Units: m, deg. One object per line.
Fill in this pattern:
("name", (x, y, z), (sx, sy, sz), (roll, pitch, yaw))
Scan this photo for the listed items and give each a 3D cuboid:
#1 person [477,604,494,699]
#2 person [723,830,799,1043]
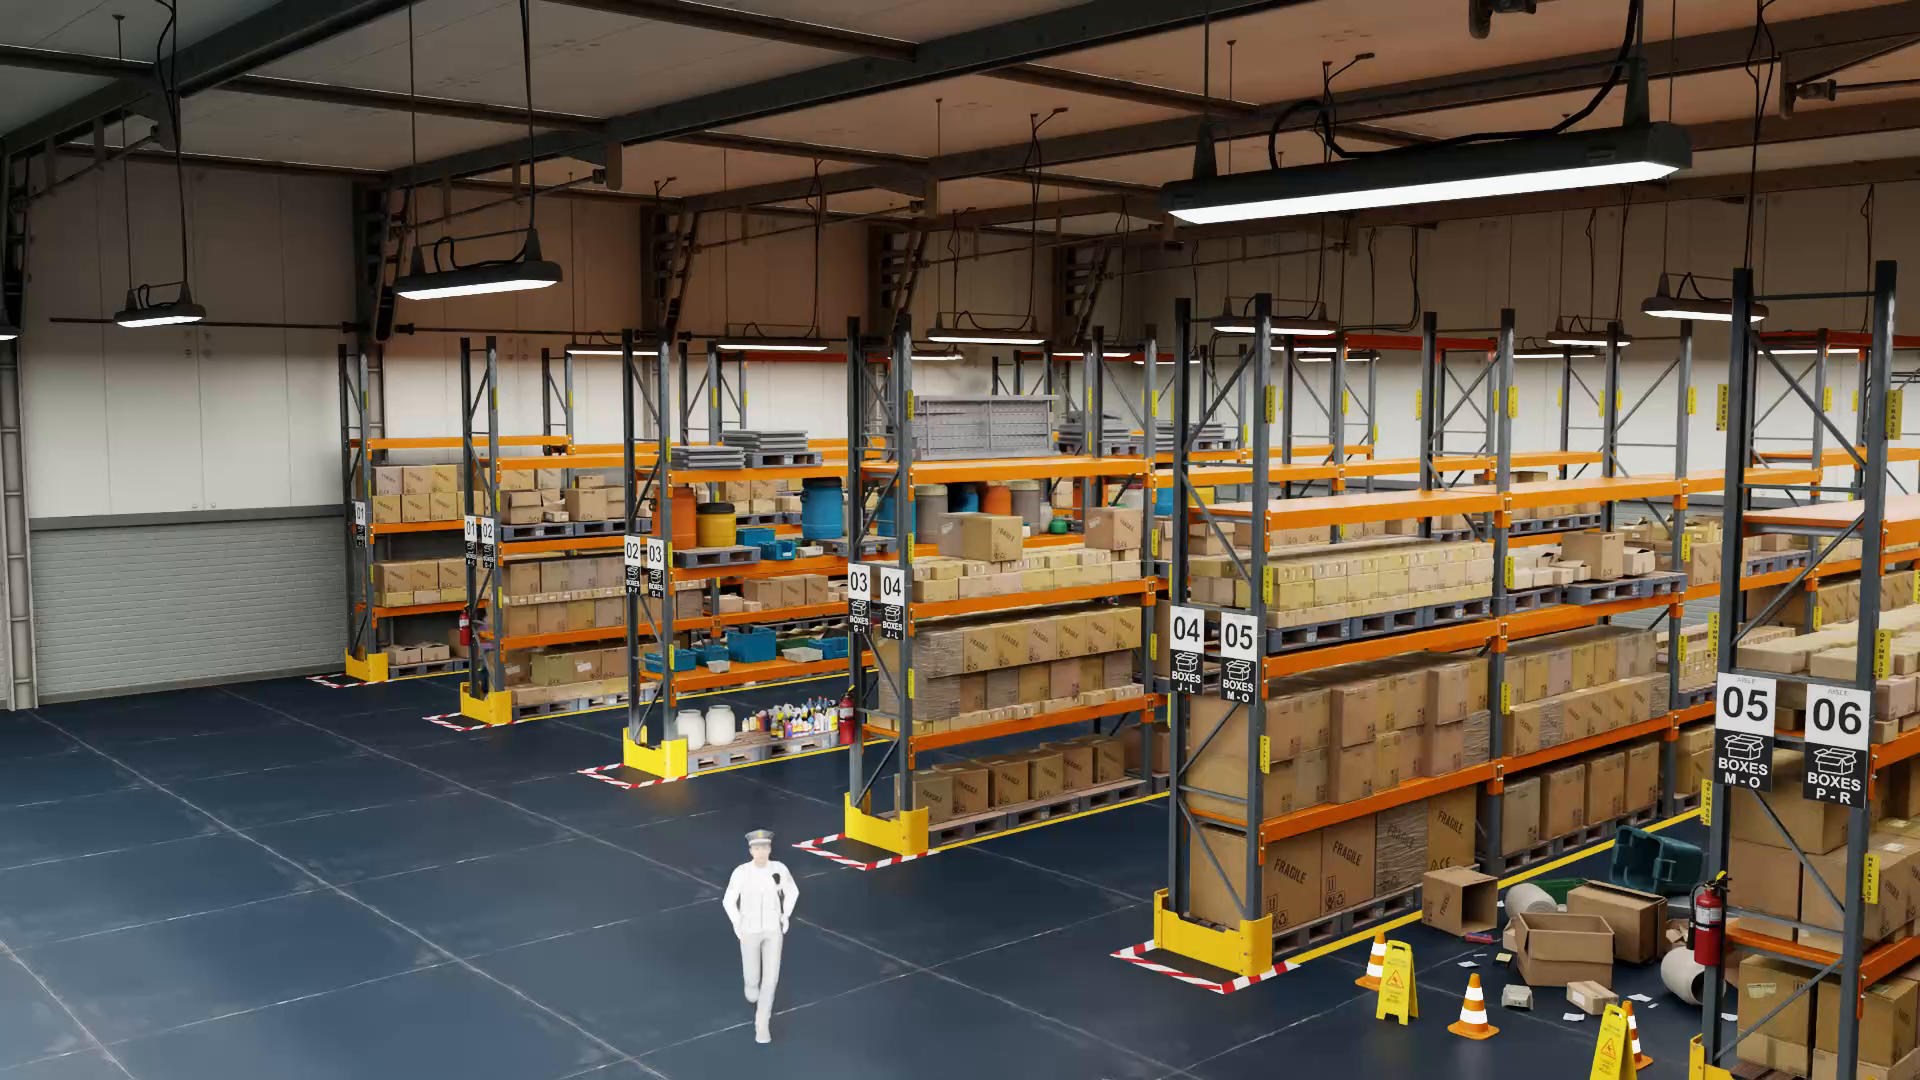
("person", (-7.840, 1.855, 27.916), (0.523, 1.634, 0.709), (5, 7, 42))
("person", (-1.600, 3.143, 13.447), (0.617, 1.671, 0.696), (-1, 5, -11))
